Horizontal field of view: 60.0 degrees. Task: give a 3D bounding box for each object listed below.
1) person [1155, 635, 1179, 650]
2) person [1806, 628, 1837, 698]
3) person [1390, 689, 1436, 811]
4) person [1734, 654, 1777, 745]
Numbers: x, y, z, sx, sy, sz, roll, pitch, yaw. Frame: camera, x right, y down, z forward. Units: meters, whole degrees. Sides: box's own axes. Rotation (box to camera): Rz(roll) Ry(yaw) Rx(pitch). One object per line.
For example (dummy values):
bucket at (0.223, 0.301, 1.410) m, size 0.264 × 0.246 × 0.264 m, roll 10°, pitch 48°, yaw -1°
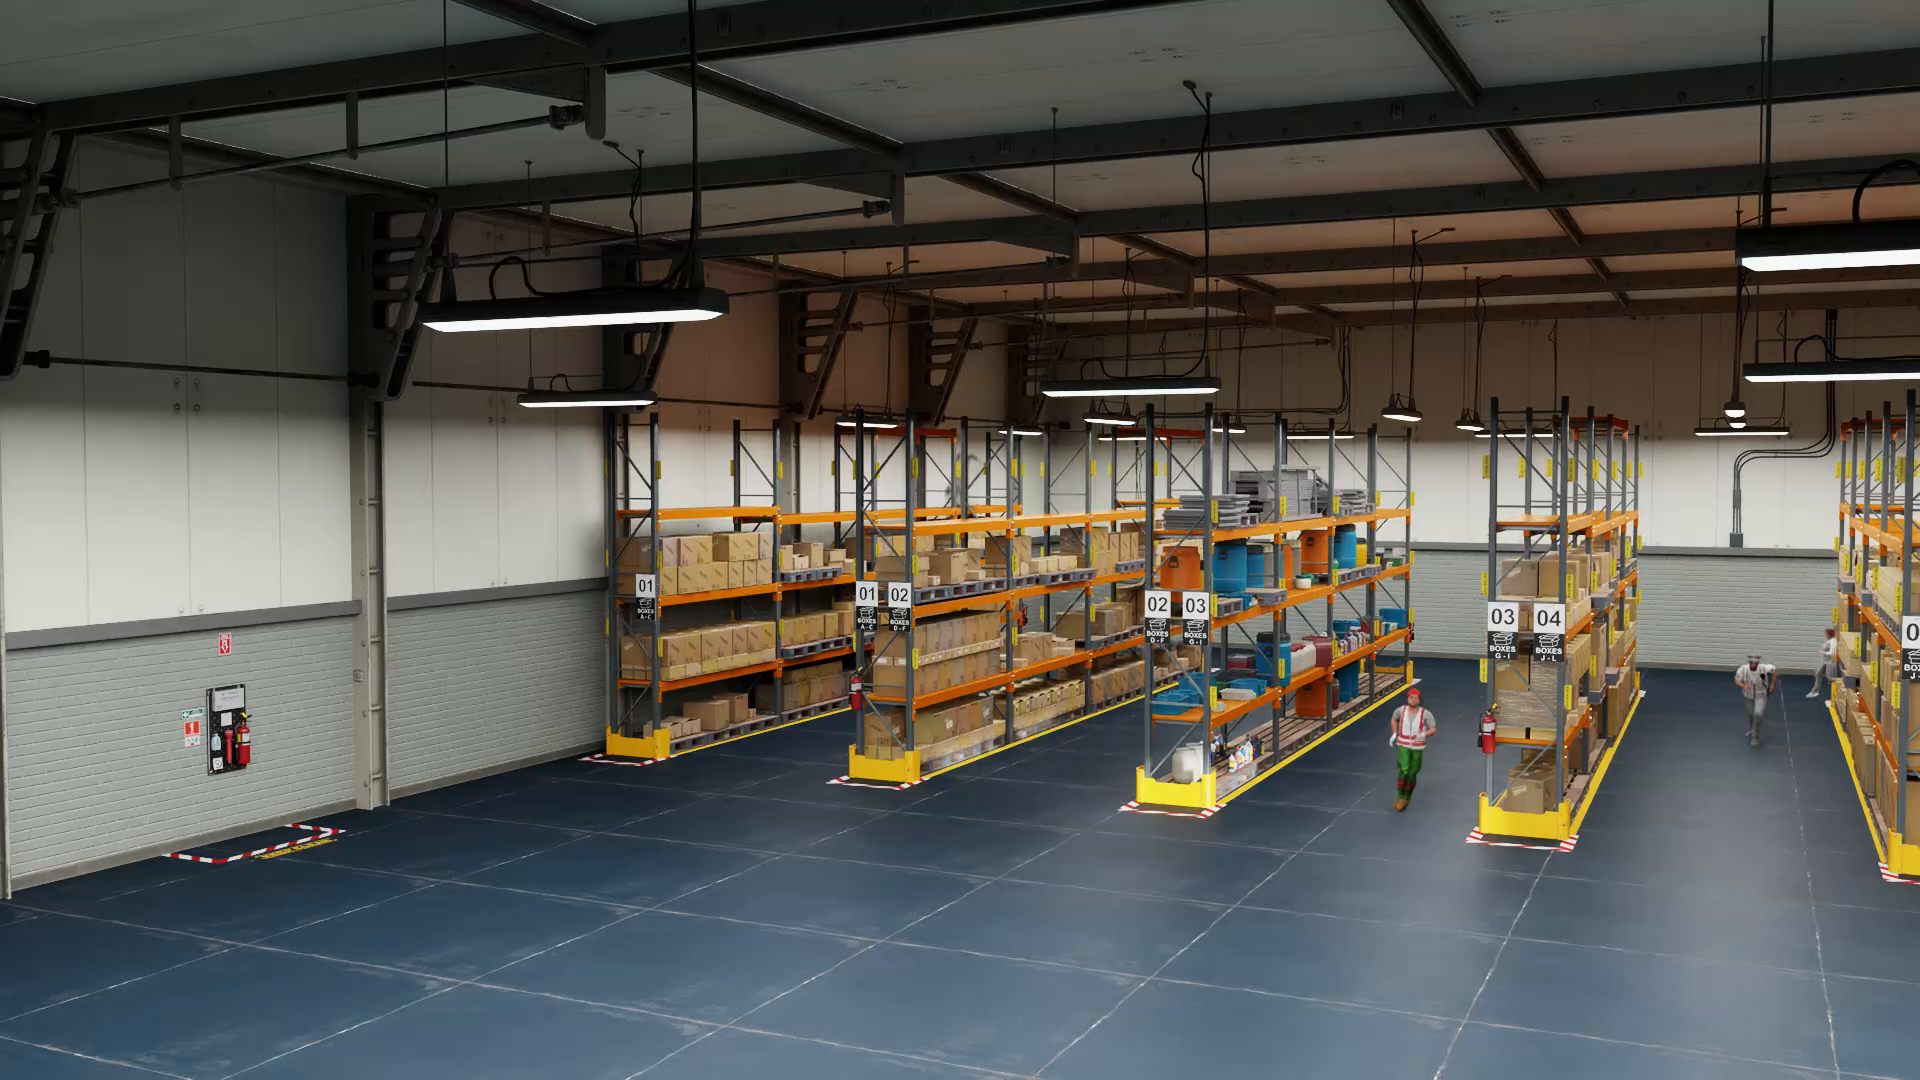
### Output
person at (5.376, 2.325, 42.927) m, size 1.087 × 1.830 × 0.629 m, roll 1°, pitch 3°, yaw 28°
person at (18.979, 2.698, 36.279) m, size 0.852 × 1.580 × 0.556 m, roll 1°, pitch 3°, yaw 18°
person at (6.666, 3.066, 24.485) m, size 0.658 × 1.770 × 0.710 m, roll 1°, pitch 2°, yaw 16°
person at (14.626, 2.924, 30.571) m, size 0.705 × 1.720 × 1.015 m, roll 1°, pitch 3°, yaw 29°
